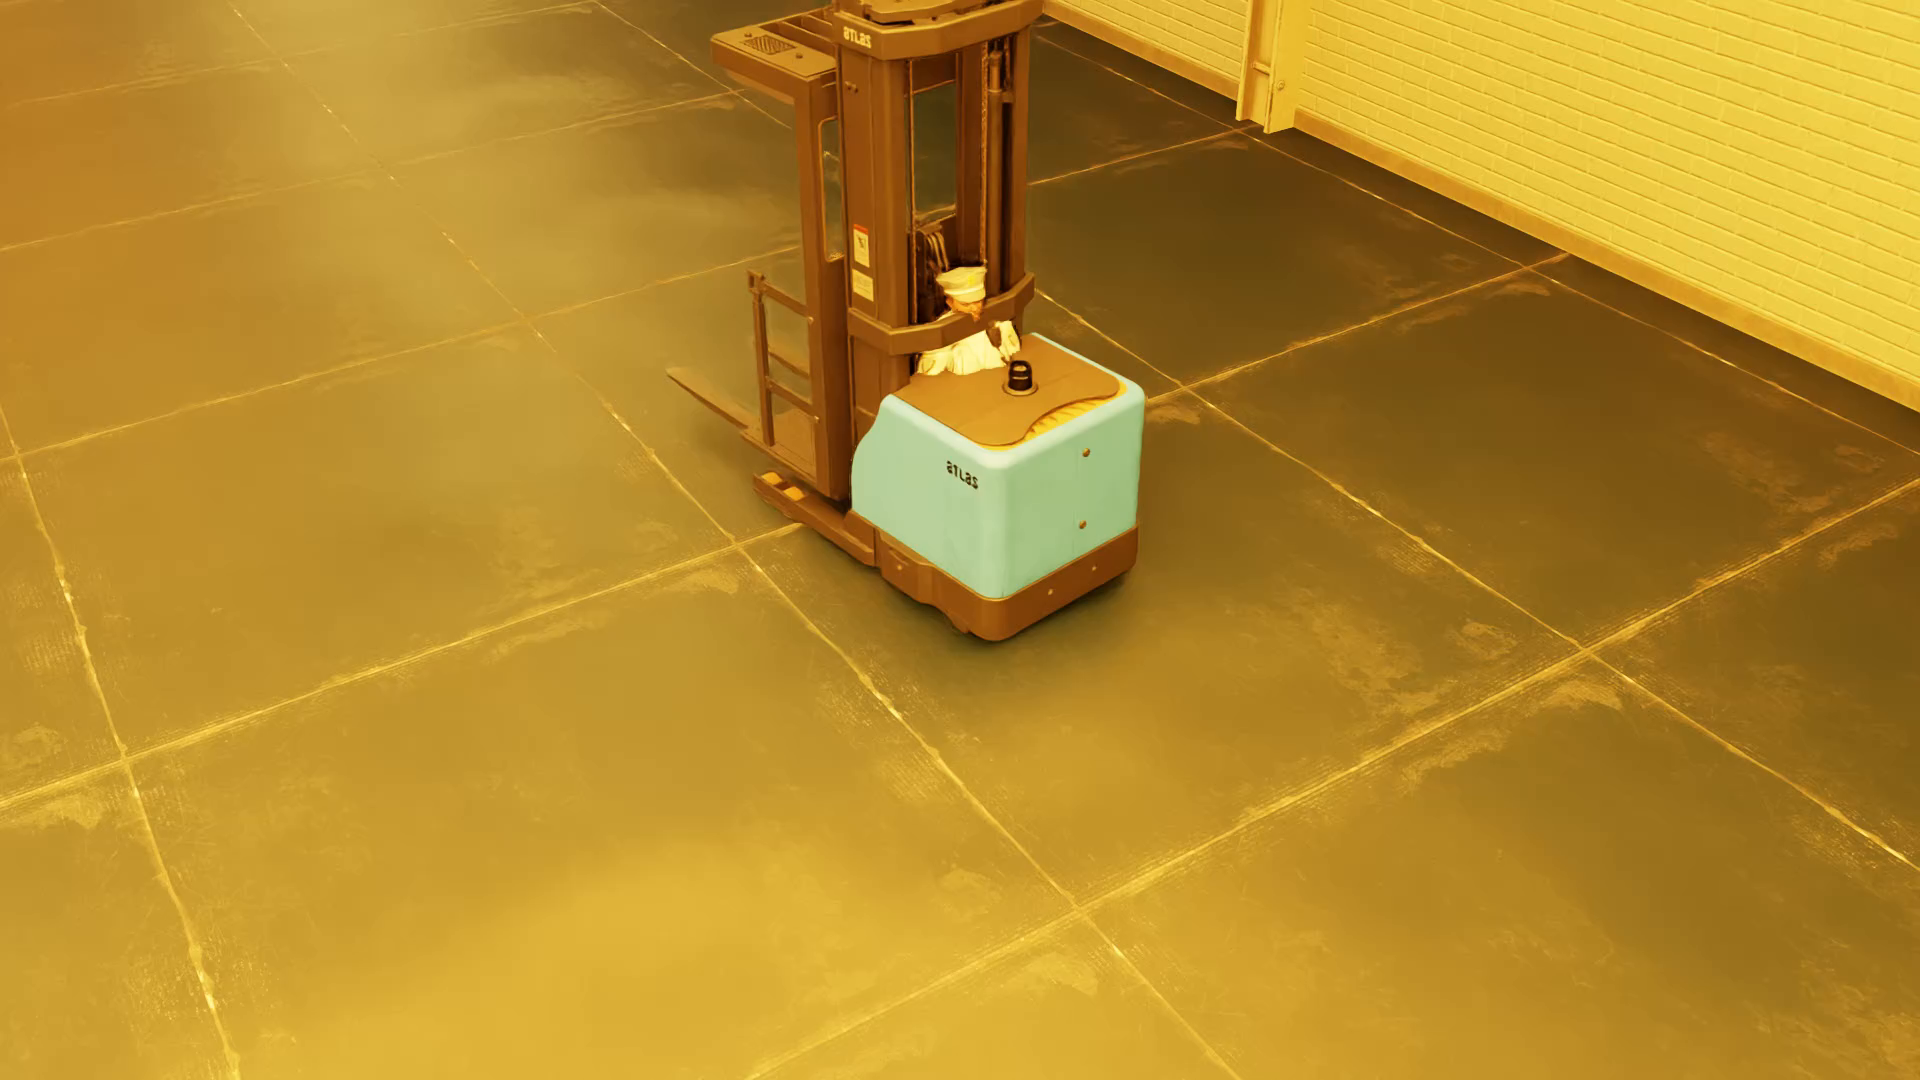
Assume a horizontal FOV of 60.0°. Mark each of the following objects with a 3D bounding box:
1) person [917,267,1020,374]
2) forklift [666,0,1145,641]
[{"bbox_3d":[0.056,-0.559,8.098,0.692,1.595,0.563,-13,37,-18],"label":"person"},{"bbox_3d":[-0.464,-1.487,8.264,1.130,2.935,3.031,-27,43,-33],"label":"forklift"}]
